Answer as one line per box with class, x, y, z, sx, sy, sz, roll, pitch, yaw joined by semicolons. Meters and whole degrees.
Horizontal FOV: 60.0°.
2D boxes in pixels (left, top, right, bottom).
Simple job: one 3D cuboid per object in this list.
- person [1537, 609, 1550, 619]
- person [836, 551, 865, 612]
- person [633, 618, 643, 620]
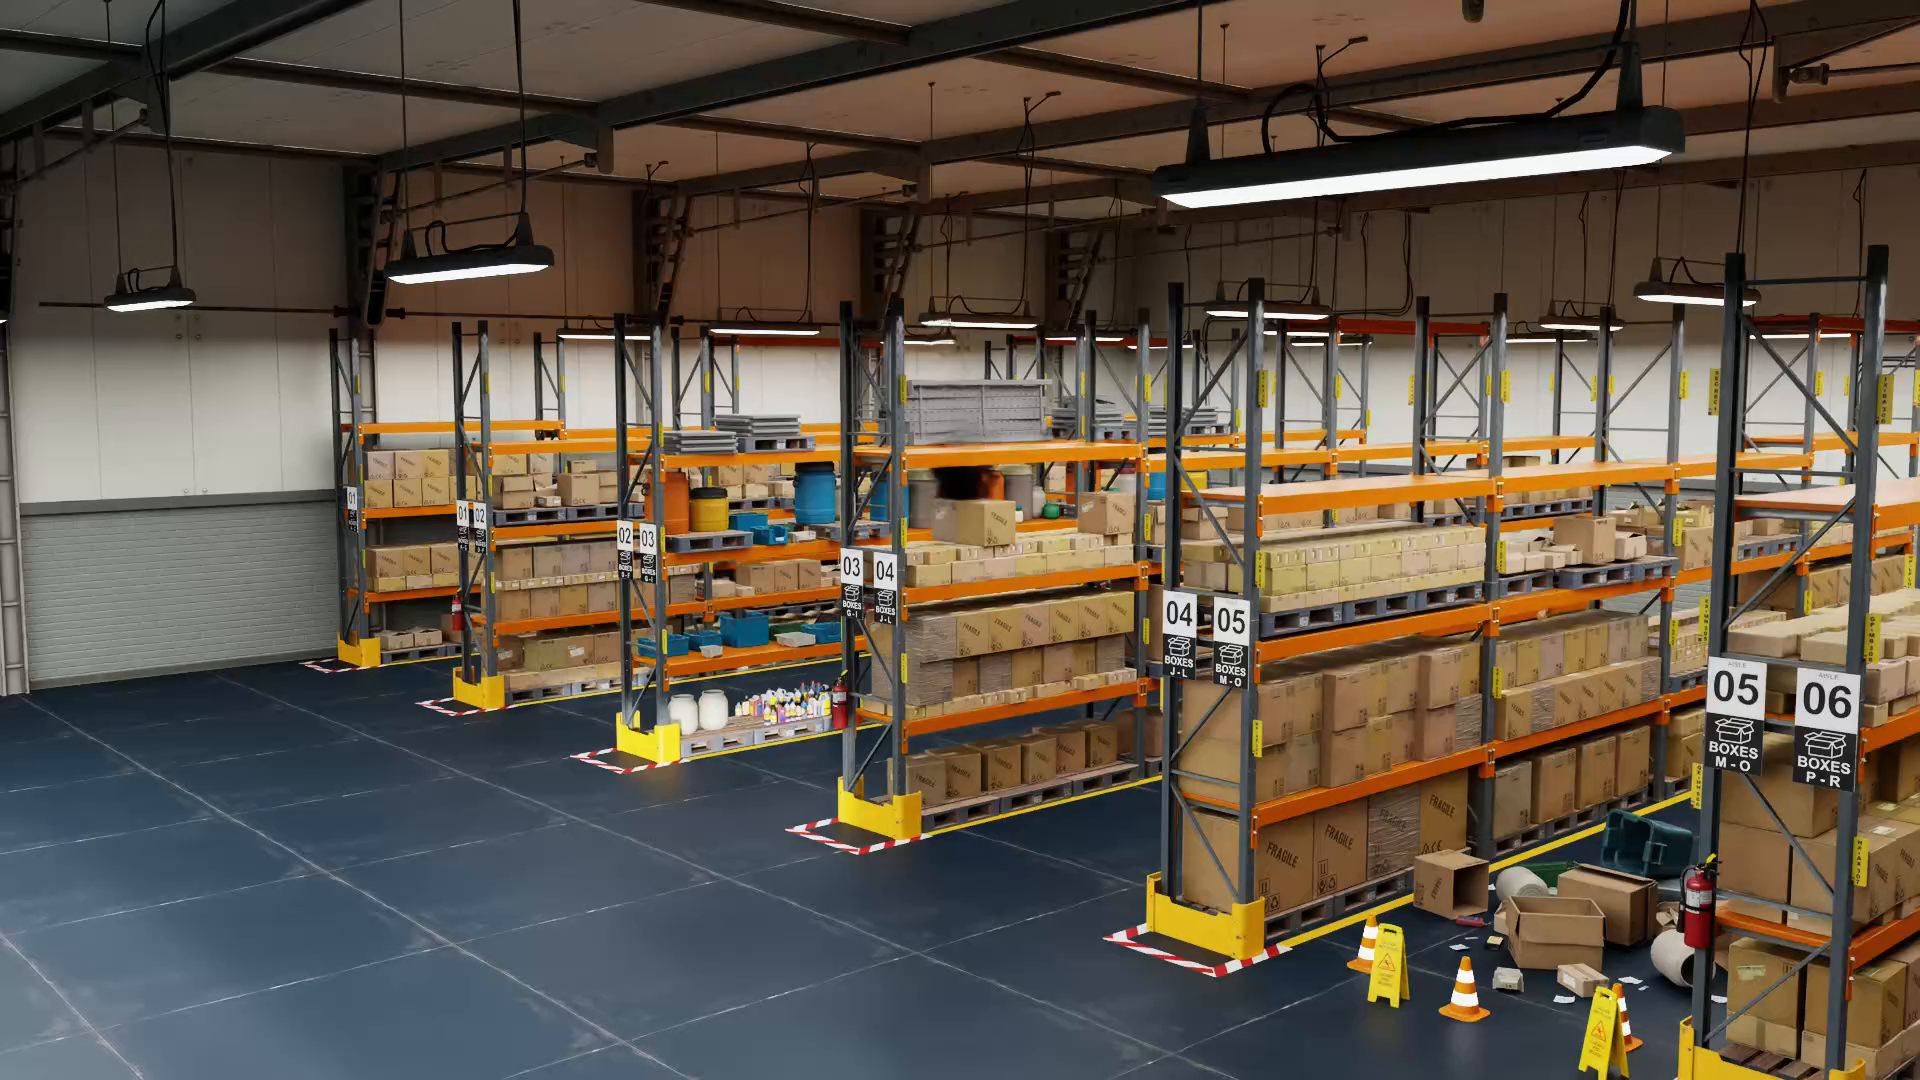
person;8.991;1.829;25.581;1.114;1.677;0.547;-6;8;-45
person;-2.257;0.974;33.669;0.838;1.696;0.573;-4;7;-35
person;-5.748;1.352;29.776;0.686;1.721;0.593;5;7;40
